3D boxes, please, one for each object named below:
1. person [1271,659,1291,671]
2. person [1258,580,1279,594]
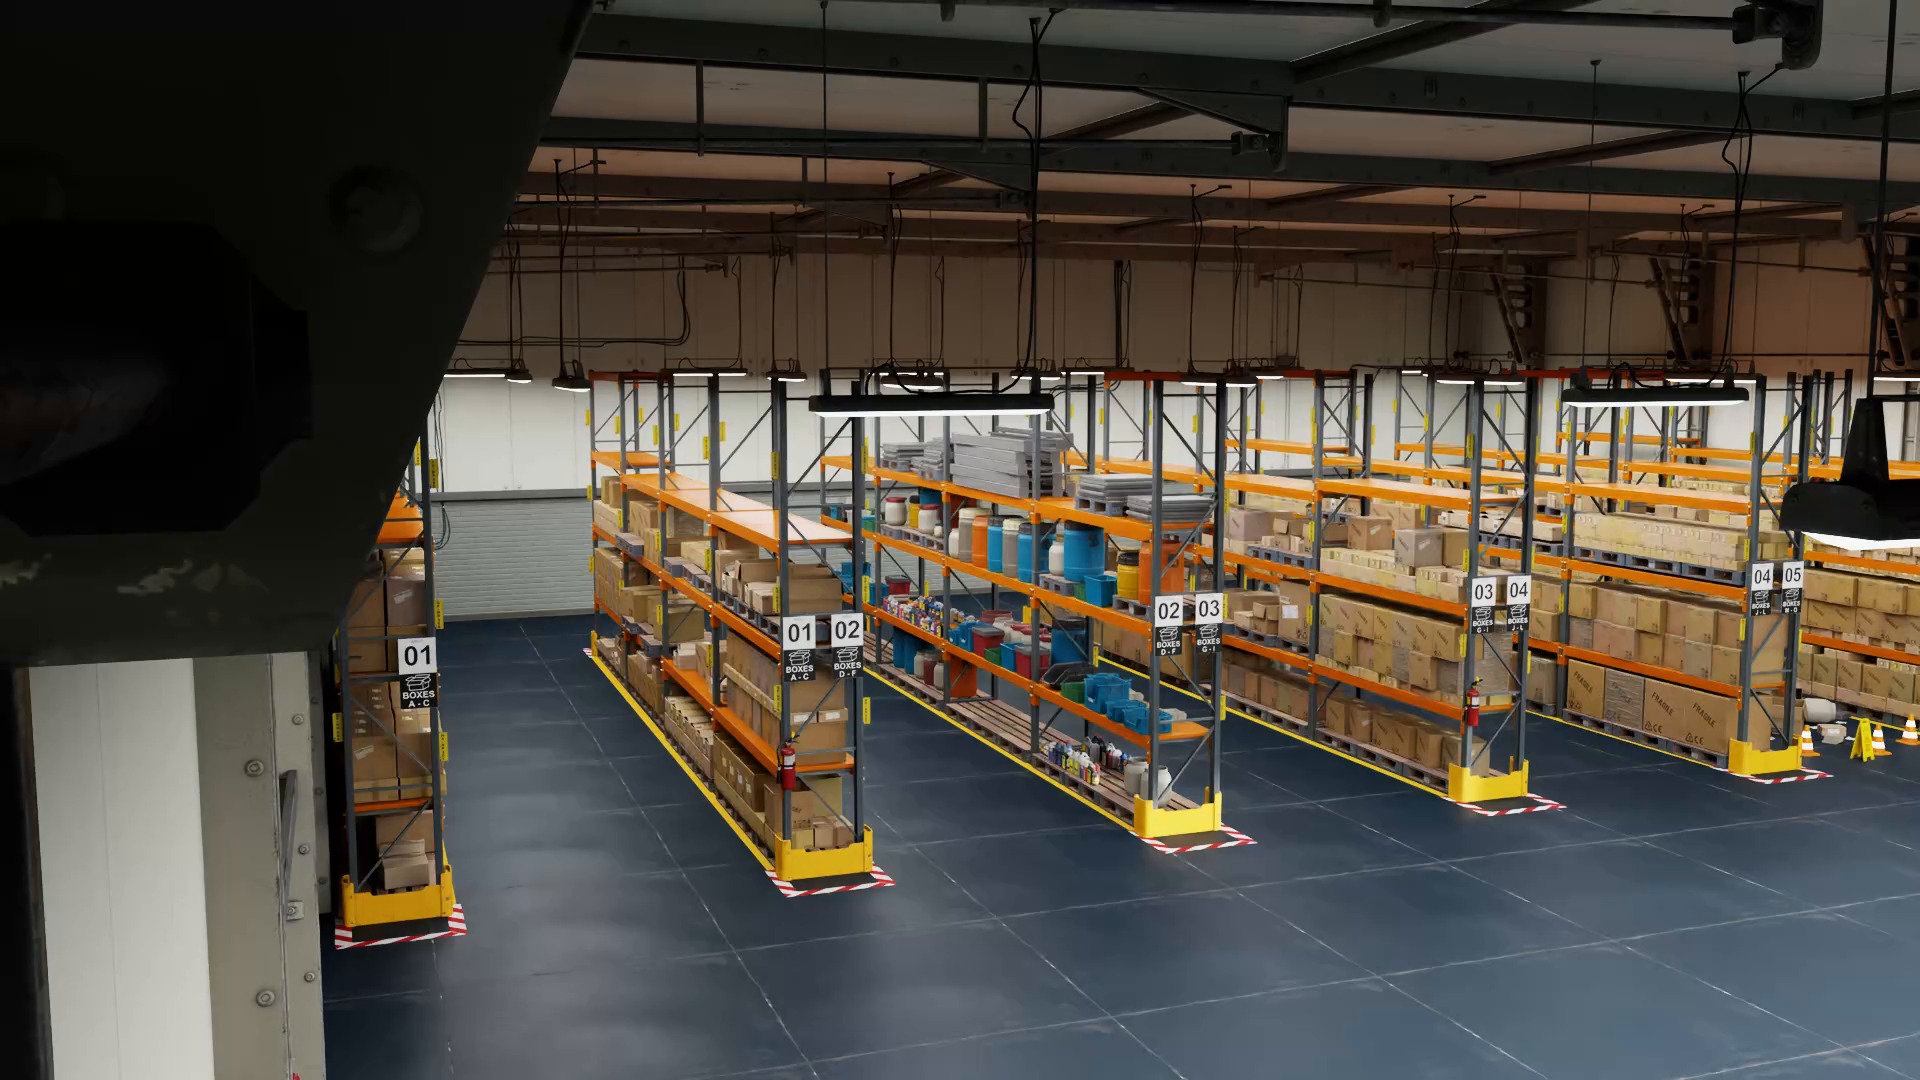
[{"bbox_3d":[6.248,1.974,32.059,0.505,1.723,0.450,4,8,34],"label":"person"},{"bbox_3d":[7.581,0.821,41.358,1.054,1.733,0.688,2,7,13],"label":"person"}]
